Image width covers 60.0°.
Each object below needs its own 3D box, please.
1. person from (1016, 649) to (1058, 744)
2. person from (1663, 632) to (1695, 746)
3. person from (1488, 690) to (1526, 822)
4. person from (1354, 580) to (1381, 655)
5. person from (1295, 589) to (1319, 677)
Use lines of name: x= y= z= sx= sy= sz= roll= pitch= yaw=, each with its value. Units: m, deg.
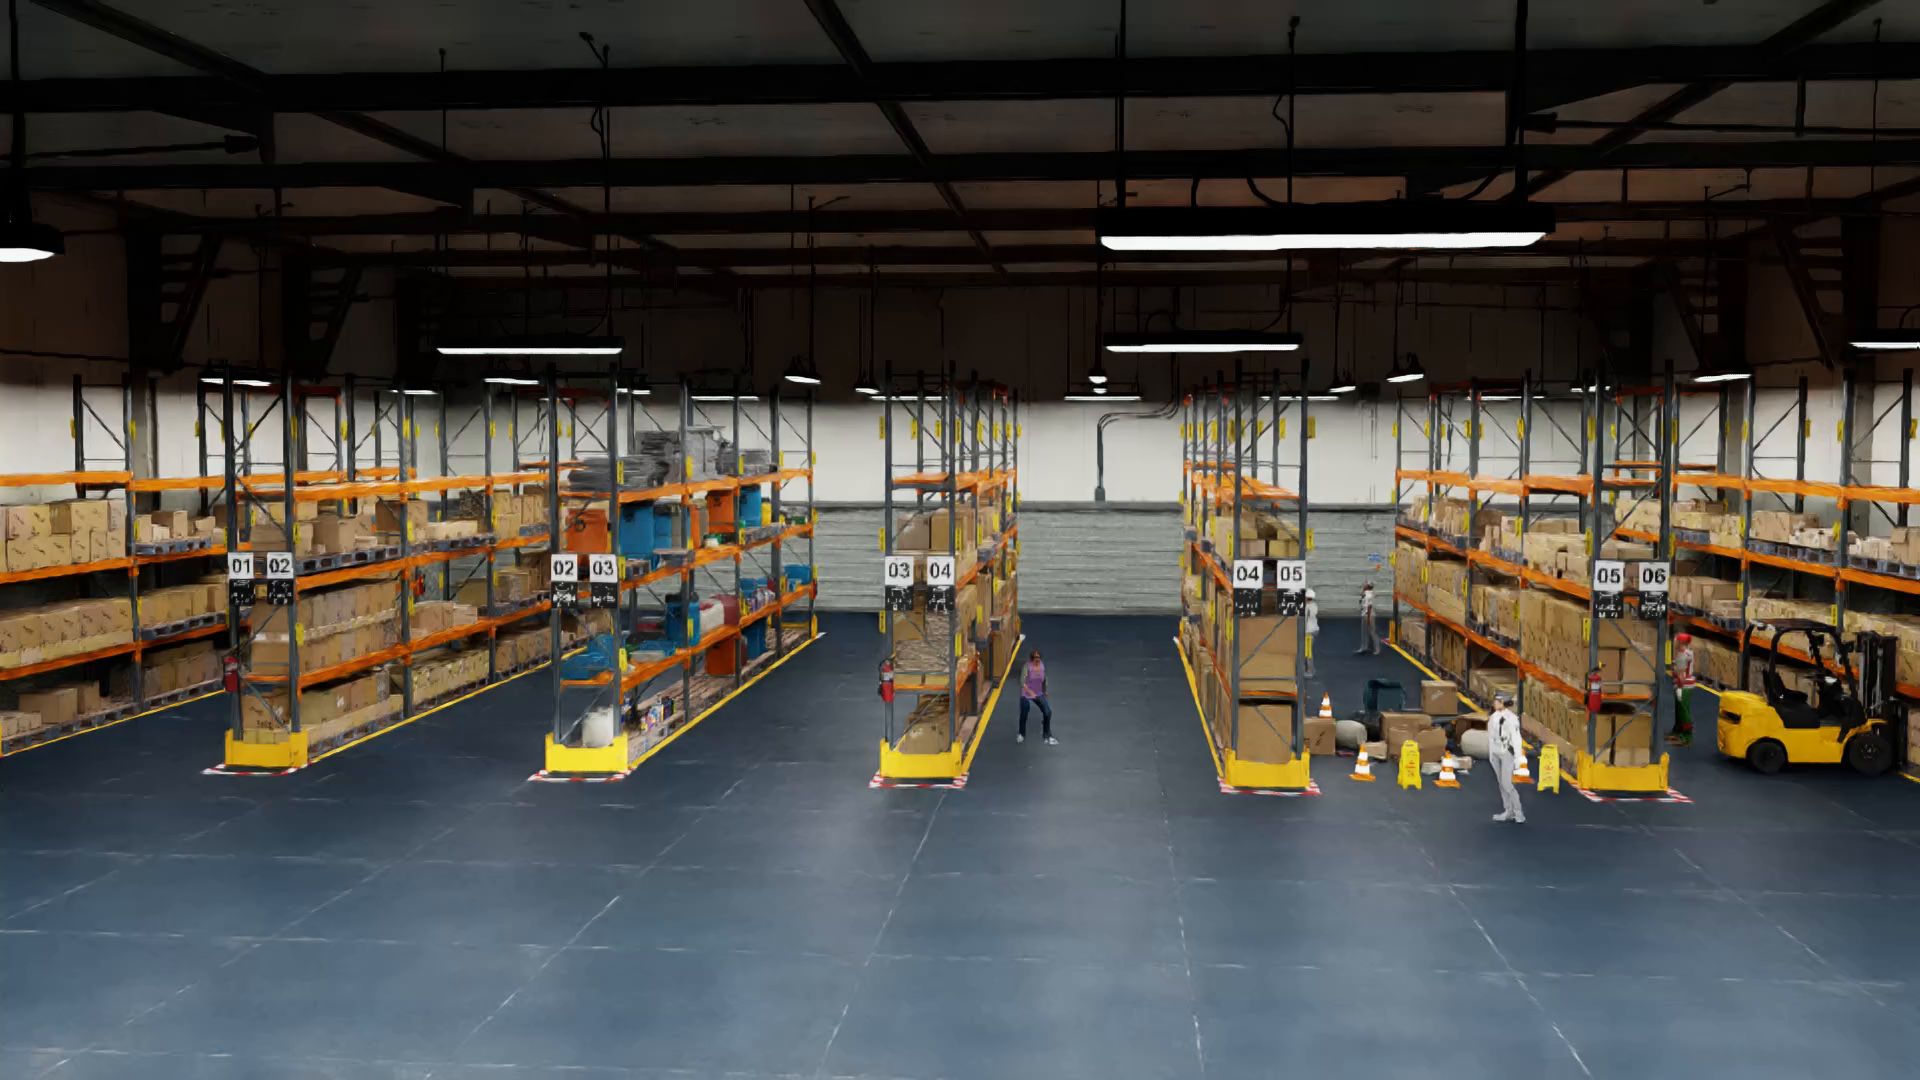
person: x=1.186 y=2.483 z=26.542 sx=0.569 sy=1.537 sz=0.733 roll=-1 pitch=4 yaw=-16
person: x=11.447 y=2.352 z=26.482 sx=0.489 sy=1.787 sz=0.608 roll=3 pitch=5 yaw=35
person: x=6.991 y=2.758 z=21.289 sx=0.390 sy=1.670 sz=0.576 roll=-1 pitch=4 yaw=-21
person: x=9.127 y=1.717 z=37.210 sx=0.569 sy=1.662 sz=0.671 roll=1 pitch=4 yaw=8
person: x=7.053 y=1.876 z=33.894 sx=0.494 sy=1.775 sz=0.578 roll=3 pitch=5 yaw=35
